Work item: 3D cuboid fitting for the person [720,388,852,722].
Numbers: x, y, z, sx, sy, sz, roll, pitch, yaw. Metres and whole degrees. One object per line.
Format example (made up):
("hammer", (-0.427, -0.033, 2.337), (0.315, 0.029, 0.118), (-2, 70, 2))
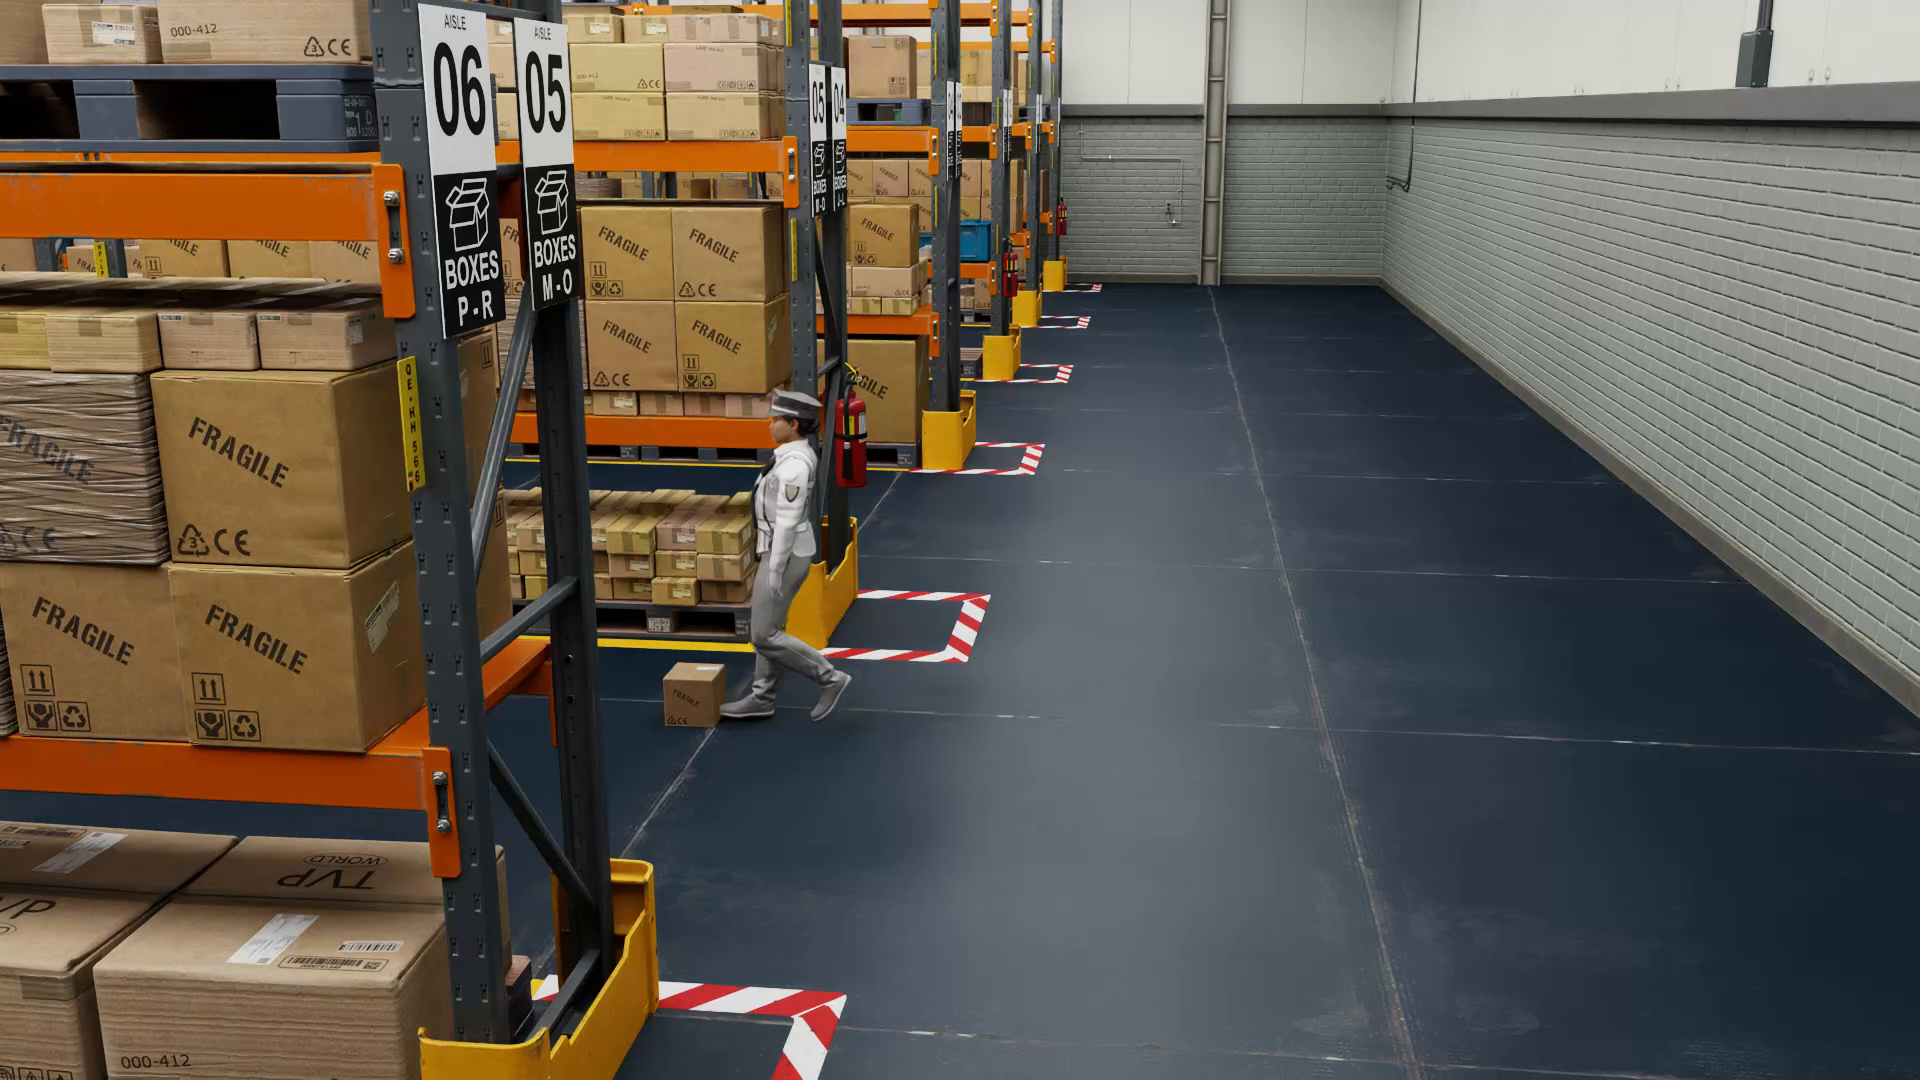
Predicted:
("person", (-0.874, 0.091, 8.077), (0.683, 1.666, 0.503), (-1, 14, -2))
